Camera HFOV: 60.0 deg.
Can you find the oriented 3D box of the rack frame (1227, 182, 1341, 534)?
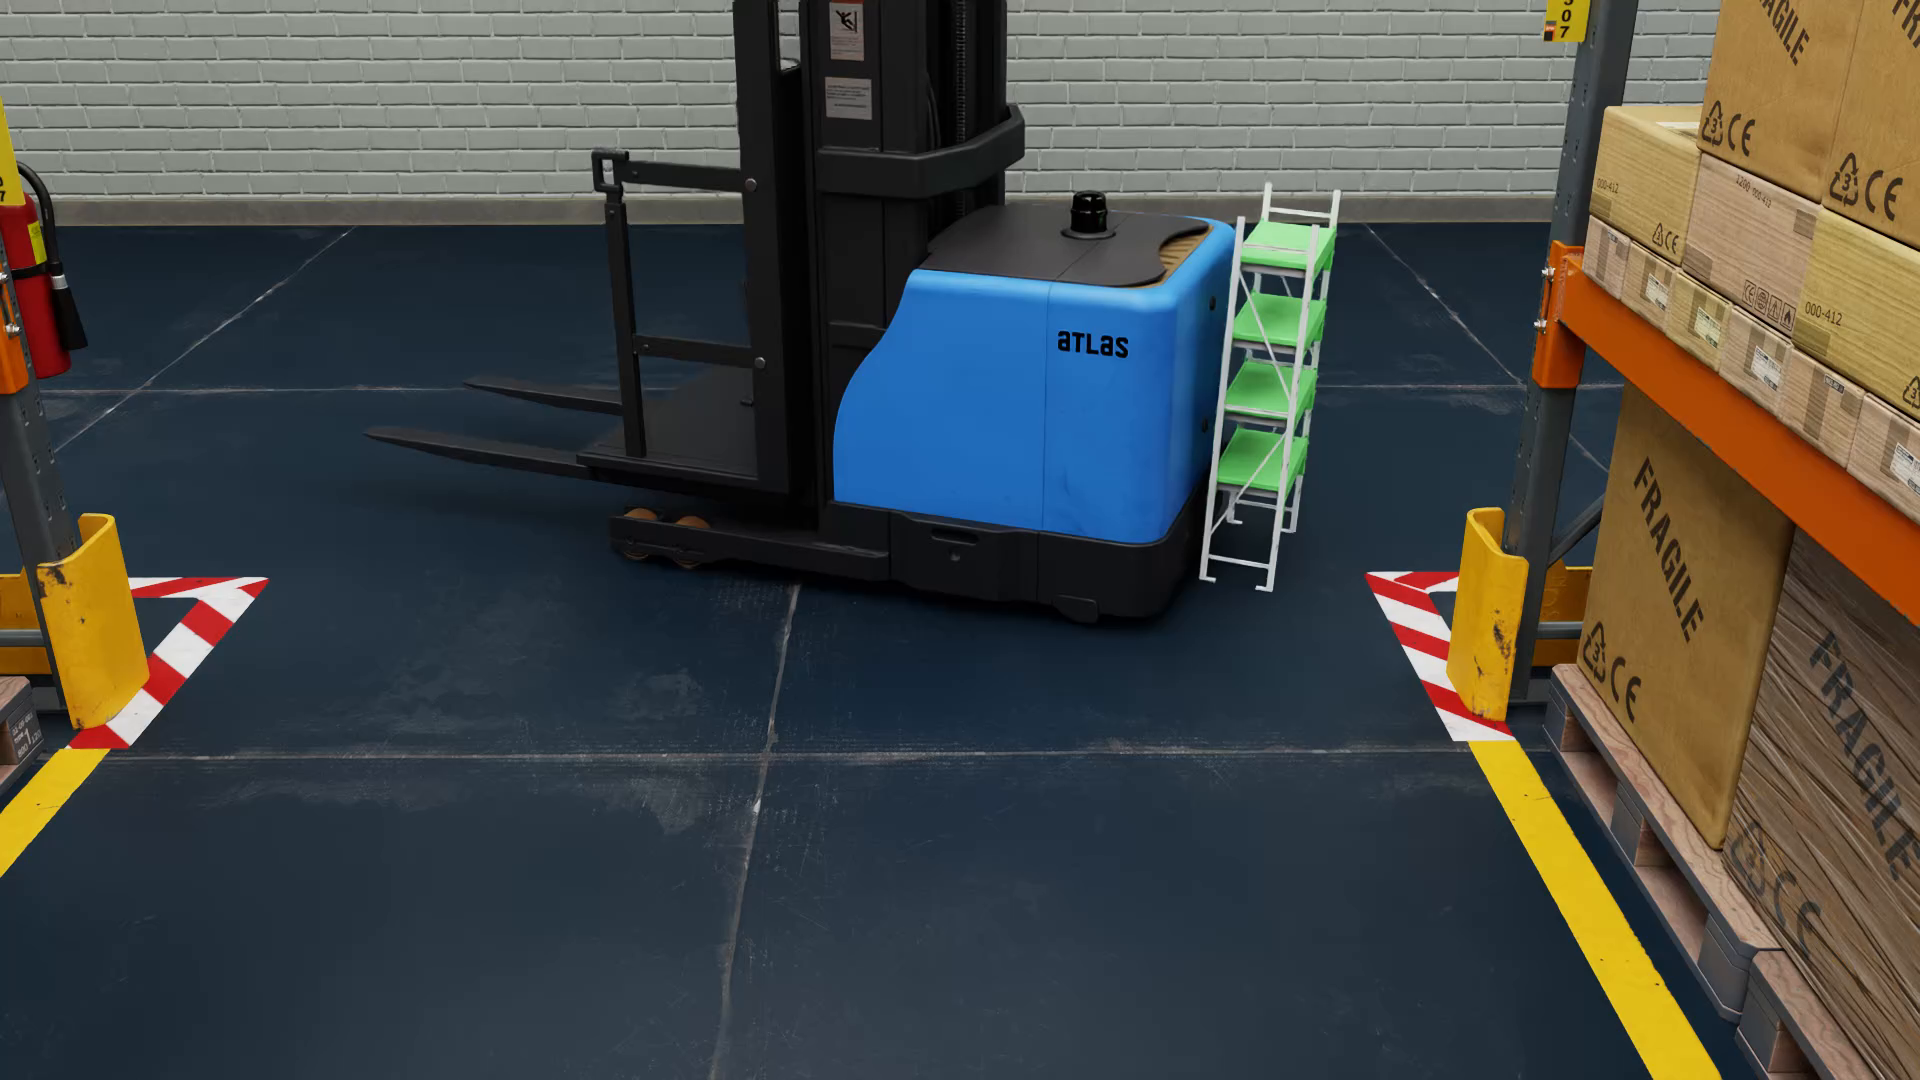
[{"bbox_3d":[1.078,-0.589,5.583,0.240,1.200,0.015,10,26,16],"label":"rack frame"}]

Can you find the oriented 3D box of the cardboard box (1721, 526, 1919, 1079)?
[{"bbox_3d":[2.113,0.491,3.094,0.875,0.875,0.875,0,24,-1],"label":"cardboard box"}]

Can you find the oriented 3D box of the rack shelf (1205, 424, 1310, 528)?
[{"bbox_3d":[0.988,-0.218,5.502,0.258,0.148,0.480,10,26,16],"label":"rack shelf"}]

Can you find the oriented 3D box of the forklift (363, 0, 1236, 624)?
[{"bbox_3d":[-0.649,-1.438,5.373,3.031,2.935,1.130,9,26,18],"label":"forklift"}]

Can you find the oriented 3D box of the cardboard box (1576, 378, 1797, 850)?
[{"bbox_3d":[2.103,0.116,3.923,0.875,0.875,0.875,0,24,-1],"label":"cardboard box"}]

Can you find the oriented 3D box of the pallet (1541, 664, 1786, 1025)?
[{"bbox_3d":[2.103,0.675,4.001,1.003,0.211,1.213,0,24,-1],"label":"pallet"}]

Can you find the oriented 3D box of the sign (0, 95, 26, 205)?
[{"bbox_3d":[-2.387,-0.986,4.091,0.100,0.325,0.005,0,24,-1],"label":"sign"}]

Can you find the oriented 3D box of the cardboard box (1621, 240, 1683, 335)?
[{"bbox_3d":[1.694,-0.557,3.645,0.380,0.149,0.250,-1,24,-1],"label":"cardboard box"}]

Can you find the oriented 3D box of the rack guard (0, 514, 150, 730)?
[{"bbox_3d":[-2.950,0.227,4.642,1.175,0.500,0.348,0,24,-1],"label":"rack guard"}]

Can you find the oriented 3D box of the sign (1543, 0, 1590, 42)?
[{"bbox_3d":[1.461,-1.355,3.959,0.100,0.325,0.005,0,24,-1],"label":"sign"}]

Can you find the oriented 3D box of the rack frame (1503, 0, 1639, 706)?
[{"bbox_3d":[2.016,-0.924,4.154,1.000,3.000,0.127,0,24,-1],"label":"rack frame"}]

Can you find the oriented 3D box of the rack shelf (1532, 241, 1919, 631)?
[{"bbox_3d":[2.038,0.227,2.480,1.077,0.370,4.000,0,24,-1],"label":"rack shelf"}]

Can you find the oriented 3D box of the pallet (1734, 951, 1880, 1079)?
[{"bbox_3d":[2.113,1.177,2.892,1.003,0.211,1.213,0,24,-1],"label":"pallet"}]

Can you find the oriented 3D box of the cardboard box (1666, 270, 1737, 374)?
[{"bbox_3d":[1.697,-0.451,3.412,0.380,0.149,0.250,-1,24,-2],"label":"cardboard box"}]

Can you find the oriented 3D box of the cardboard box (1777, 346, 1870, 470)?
[{"bbox_3d":[1.703,-0.239,2.943,0.380,0.149,0.250,-1,24,-2],"label":"cardboard box"}]

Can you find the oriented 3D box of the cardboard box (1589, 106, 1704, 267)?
[{"bbox_3d":[1.751,-0.793,3.684,0.500,0.250,0.500,-1,24,-2],"label":"cardboard box"}]

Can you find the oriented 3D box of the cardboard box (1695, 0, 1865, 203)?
[{"bbox_3d":[1.756,-0.928,3.074,0.500,0.500,0.500,-1,24,-2],"label":"cardboard box"}]

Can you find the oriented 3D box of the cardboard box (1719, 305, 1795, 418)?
[{"bbox_3d":[1.701,-0.344,3.174,0.380,0.149,0.250,-1,24,-1],"label":"cardboard box"}]

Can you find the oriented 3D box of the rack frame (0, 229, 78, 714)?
[{"bbox_3d":[-2.937,-0.902,4.105,1.000,3.000,0.127,0,24,-1],"label":"rack frame"}]

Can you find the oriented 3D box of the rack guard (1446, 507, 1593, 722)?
[{"bbox_3d":[2.015,0.205,4.691,1.175,0.500,0.348,0,24,-1],"label":"rack guard"}]

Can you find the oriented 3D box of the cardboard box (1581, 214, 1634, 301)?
[{"bbox_3d":[1.690,-0.662,3.879,0.380,0.149,0.250,0,24,0],"label":"cardboard box"}]

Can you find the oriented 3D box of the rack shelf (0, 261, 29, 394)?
[{"bbox_3d":[-2.915,0.250,2.431,1.077,0.370,4.000,0,24,-1],"label":"rack shelf"}]

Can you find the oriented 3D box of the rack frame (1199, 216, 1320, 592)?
[{"bbox_3d":[0.919,-0.398,5.163,0.240,1.200,0.015,10,26,16],"label":"rack frame"}]

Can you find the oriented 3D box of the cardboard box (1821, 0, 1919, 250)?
[{"bbox_3d":[1.768,-0.715,2.602,0.500,0.500,0.500,-1,24,-2],"label":"cardboard box"}]

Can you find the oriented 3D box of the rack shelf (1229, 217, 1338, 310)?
[{"bbox_3d":[1.013,-0.870,5.197,0.258,0.148,0.480,10,26,16],"label":"rack shelf"}]

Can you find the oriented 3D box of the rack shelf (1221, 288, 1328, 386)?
[{"bbox_3d":[1.005,-0.653,5.299,0.258,0.148,0.480,10,26,16],"label":"rack shelf"}]

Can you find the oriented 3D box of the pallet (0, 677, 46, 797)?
[{"bbox_3d":[-2.967,0.708,3.928,1.003,0.211,1.213,0,24,-1],"label":"pallet"}]

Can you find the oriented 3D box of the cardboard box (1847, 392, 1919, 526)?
[{"bbox_3d":[1.706,-0.132,2.708,0.380,0.149,0.250,-1,24,-1],"label":"cardboard box"}]

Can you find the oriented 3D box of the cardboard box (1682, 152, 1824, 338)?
[{"bbox_3d":[1.763,-0.578,3.210,0.500,0.250,0.500,-1,24,-1],"label":"cardboard box"}]

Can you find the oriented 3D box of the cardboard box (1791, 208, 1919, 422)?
[{"bbox_3d":[1.765,-0.371,2.752,0.500,0.250,0.500,-1,24,-2],"label":"cardboard box"}]

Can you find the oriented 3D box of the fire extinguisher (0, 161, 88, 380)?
[{"bbox_3d":[-2.484,-0.761,4.340,0.296,0.674,0.183,0,24,-1],"label":"fire extinguisher"}]

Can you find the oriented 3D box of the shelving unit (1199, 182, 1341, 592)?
[{"bbox_3d":[0.999,-0.493,5.373,0.258,1.200,0.503,10,26,16],"label":"shelving unit"}]

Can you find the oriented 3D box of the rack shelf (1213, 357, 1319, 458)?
[{"bbox_3d":[0.997,-0.436,5.400,0.258,0.148,0.480,10,26,16],"label":"rack shelf"}]
